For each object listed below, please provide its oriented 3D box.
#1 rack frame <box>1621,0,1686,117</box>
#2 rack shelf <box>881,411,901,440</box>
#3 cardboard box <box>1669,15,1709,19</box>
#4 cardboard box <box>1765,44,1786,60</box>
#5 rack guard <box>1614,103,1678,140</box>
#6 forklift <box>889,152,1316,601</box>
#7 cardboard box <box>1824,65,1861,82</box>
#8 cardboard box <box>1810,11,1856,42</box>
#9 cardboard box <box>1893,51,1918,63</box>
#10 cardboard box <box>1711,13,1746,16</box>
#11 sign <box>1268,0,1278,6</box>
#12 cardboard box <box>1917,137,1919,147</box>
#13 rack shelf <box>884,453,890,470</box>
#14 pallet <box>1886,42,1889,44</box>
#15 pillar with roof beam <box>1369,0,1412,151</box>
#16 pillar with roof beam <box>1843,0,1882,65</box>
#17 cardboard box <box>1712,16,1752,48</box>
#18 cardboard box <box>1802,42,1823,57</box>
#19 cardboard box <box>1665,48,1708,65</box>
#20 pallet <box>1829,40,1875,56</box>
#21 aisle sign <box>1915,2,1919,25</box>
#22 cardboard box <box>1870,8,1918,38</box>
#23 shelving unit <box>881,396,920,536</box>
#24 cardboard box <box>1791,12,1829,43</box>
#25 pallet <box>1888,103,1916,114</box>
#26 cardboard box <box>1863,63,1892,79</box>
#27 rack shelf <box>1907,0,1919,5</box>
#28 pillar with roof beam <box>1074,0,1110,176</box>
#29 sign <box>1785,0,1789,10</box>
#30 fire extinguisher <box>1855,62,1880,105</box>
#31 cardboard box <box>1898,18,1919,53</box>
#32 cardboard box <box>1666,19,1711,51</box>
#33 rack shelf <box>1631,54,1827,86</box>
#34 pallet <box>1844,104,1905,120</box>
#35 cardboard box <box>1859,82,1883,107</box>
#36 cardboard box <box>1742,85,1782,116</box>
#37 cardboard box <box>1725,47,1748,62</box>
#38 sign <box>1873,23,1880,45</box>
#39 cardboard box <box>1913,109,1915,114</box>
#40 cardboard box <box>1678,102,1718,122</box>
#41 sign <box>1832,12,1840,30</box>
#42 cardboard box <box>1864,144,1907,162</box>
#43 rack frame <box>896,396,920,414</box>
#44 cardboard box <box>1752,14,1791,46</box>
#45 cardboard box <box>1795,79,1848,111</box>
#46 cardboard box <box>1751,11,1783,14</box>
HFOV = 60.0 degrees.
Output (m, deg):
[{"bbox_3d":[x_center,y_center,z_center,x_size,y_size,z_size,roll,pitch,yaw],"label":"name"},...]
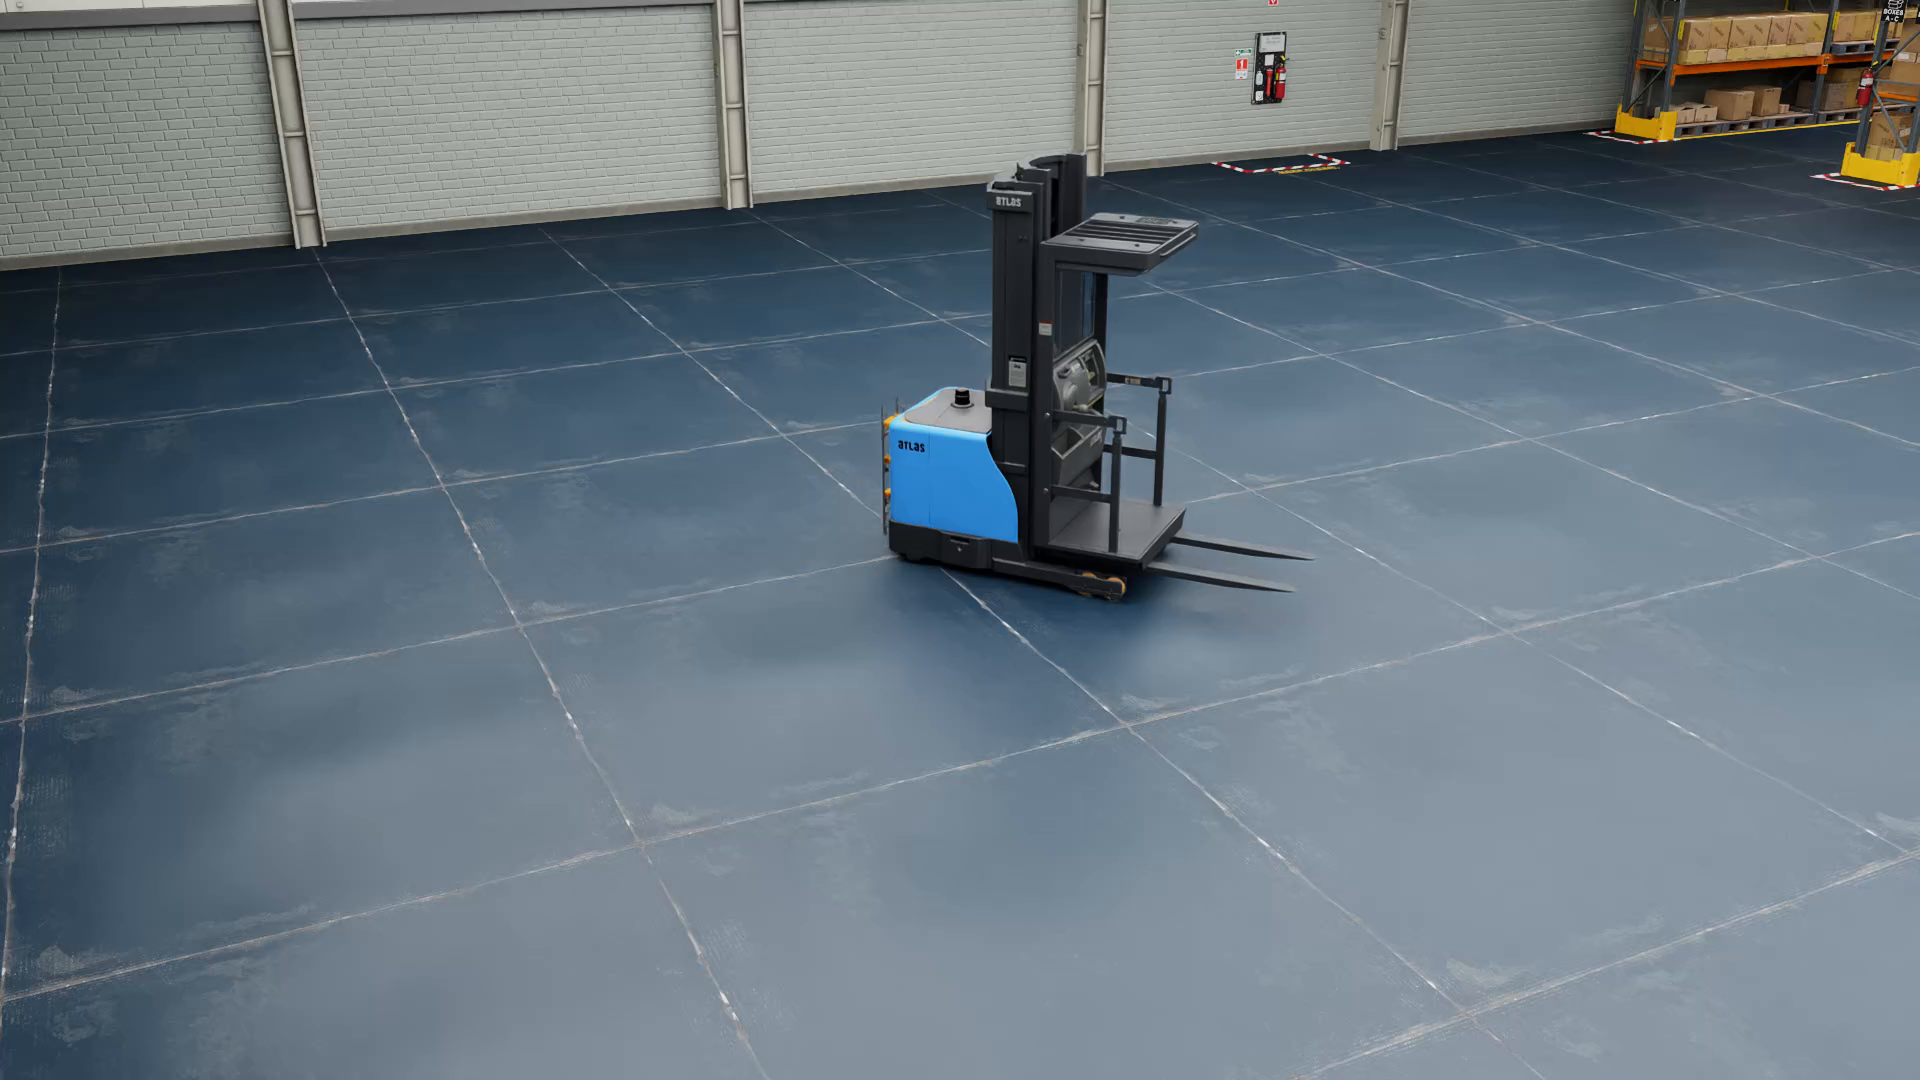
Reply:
[{"bbox_3d":[12.655,-8.908,30.349,0.127,3.000,1.000,-10,25,-24],"label":"rack frame"},{"bbox_3d":[-0.449,-0.807,12.612,0.215,0.259,0.240,10,24,23],"label":"rack shelf"},{"bbox_3d":[13.445,-9.426,30.790,0.500,0.500,0.500,-10,25,-23],"label":"cardboard box"},{"bbox_3d":[15.065,-9.160,31.128,0.500,0.250,0.500,-11,25,-24],"label":"cardboard box"},{"bbox_3d":[12.723,-7.766,30.858,0.348,0.500,1.175,-10,25,-24],"label":"rack guard"},{"bbox_3d":[1.032,-1.155,11.708,3.031,2.935,1.130,10,24,23],"label":"forklift"},{"bbox_3d":[17.310,-9.169,32.691,0.500,0.250,0.500,-11,25,-25],"label":"cardboard box"},{"bbox_3d":[16.732,-9.894,32.024,0.500,0.500,0.700,-10,25,-23],"label":"cardboard box"},{"bbox_3d":[15.068,-7.677,26.395,0.250,0.149,0.380,-11,25,-25],"label":"cardboard box"},{"bbox_3d":[14.363,-9.597,31.203,0.500,0.500,0.500,-10,25,-23],"label":"cardboard box"},{"bbox_3d":[5.210,-9.035,27.623,0.199,0.298,0.001,-10,25,-24],"label":"sign"},{"bbox_3d":[15.836,-6.568,26.760,0.500,0.500,0.500,-10,25,-24],"label":"cardboard box"},{"bbox_3d":[-0.449,-0.545,12.720,0.215,0.259,0.240,10,24,23],"label":"rack shelf"},{"bbox_3d":[19.267,-9.992,33.217,1.003,0.211,1.213,-10,25,-24],"label":"pallet"},{"bbox_3d":[9.371,-9.616,24.214,0.400,9.000,9.100,-10,25,-24],"label":"pillar with roof beam"},{"bbox_3d":[20.184,-11.606,29.023,0.400,9.000,9.100,-10,25,-24],"label":"pillar with roof beam"},{"bbox_3d":[14.133,-9.333,30.563,0.500,0.500,0.500,-11,25,-25],"label":"cardboard box"},{"bbox_3d":[15.964,-9.329,31.535,0.500,0.250,0.500,-10,25,-23],"label":"cardboard box"},{"bbox_3d":[13.232,-8.820,30.305,0.500,0.250,0.500,-11,25,-25],"label":"cardboard box"},{"bbox_3d":[17.011,-9.560,32.174,1.213,0.211,1.003,-10,25,-24],"label":"pallet"},{"bbox_3d":[14.880,-8.287,25.448,0.004,0.787,0.394,-10,25,-24],"label":"aisle sign"},{"bbox_3d":[18.331,-10.189,32.737,0.500,0.500,0.700,-10,25,-24],"label":"cardboard box"},{"bbox_3d":[-0.449,-0.554,12.716,0.215,1.050,0.252,10,24,23],"label":"shelving unit"},{"bbox_3d":[15.967,-9.673,31.387,0.500,0.500,0.500,-10,25,-24],"label":"cardboard box"},{"bbox_3d":[19.158,-8.818,33.776,1.213,0.211,1.003,-10,25,-24],"label":"pallet"},{"bbox_3d":[18.235,-9.333,33.087,0.500,0.250,0.500,-11,25,-24],"label":"cardboard box"},{"bbox_3d":[16.609,-8.587,26.592,4.000,0.370,1.077,-10,25,-24],"label":"rack shelf"},{"bbox_3d":[3.965,-8.620,21.810,0.400,9.000,9.100,-10,25,-24],"label":"pillar with roof beam"},{"bbox_3d":[16.015,-10.298,32.191,0.005,0.325,0.100,-10,25,-24],"label":"sign"},{"bbox_3d":[14.498,-7.307,26.581,0.183,0.674,0.296,-10,25,-24],"label":"fire extinguisher"},{"bbox_3d":[15.280,-7.929,26.157,0.500,0.500,0.700,-10,25,-23],"label":"cardboard box"},{"bbox_3d":[13.215,-9.171,30.172,0.500,0.500,0.500,-10,25,-24],"label":"cardboard box"},{"bbox_3d":[14.457,-8.908,31.288,4.000,0.370,1.077,-10,25,-24],"label":"rack shelf"},{"bbox_3d":[18.061,-8.617,33.291,1.213,0.211,1.003,-10,25,-24],"label":"pallet"},{"bbox_3d":[17.836,-8.922,33.075,0.500,0.500,0.700,-10,25,-23],"label":"cardboard box"},{"bbox_3d":[15.341,-8.434,31.897,0.500,0.500,0.500,-12,26,-28],"label":"cardboard box"},{"bbox_3d":[14.155,-8.993,30.724,0.500,0.250,0.500,-11,25,-24],"label":"cardboard box"},{"bbox_3d":[14.584,-8.036,26.417,0.005,0.325,0.100,-10,25,-24],"label":"sign"},{"bbox_3d":[16.055,-6.834,27.404,0.500,0.500,0.500,-10,25,-24],"label":"cardboard box"},{"bbox_3d":[13.831,-8.048,31.210,0.500,0.311,0.500,-8,24,-19],"label":"cardboard box"},{"bbox_3d":[16.501,-9.786,31.338,0.005,0.325,0.100,-10,25,-24],"label":"sign"},{"bbox_3d":[15.162,-6.316,27.133,0.500,0.250,0.500,-10,25,-24],"label":"cardboard box"},{"bbox_3d":[-0.398,-0.597,12.819,0.200,1.050,0.008,10,24,23],"label":"rack frame"},{"bbox_3d":[15.061,-9.509,30.989,0.500,0.500,0.500,-11,25,-25],"label":"cardboard box"},{"bbox_3d":[16.915,-8.748,32.655,0.500,0.500,0.700,-10,24,-22],"label":"cardboard box"},{"bbox_3d":[15.277,-9.768,31.615,0.500,0.500,0.500,-11,25,-24],"label":"cardboard box"}]
